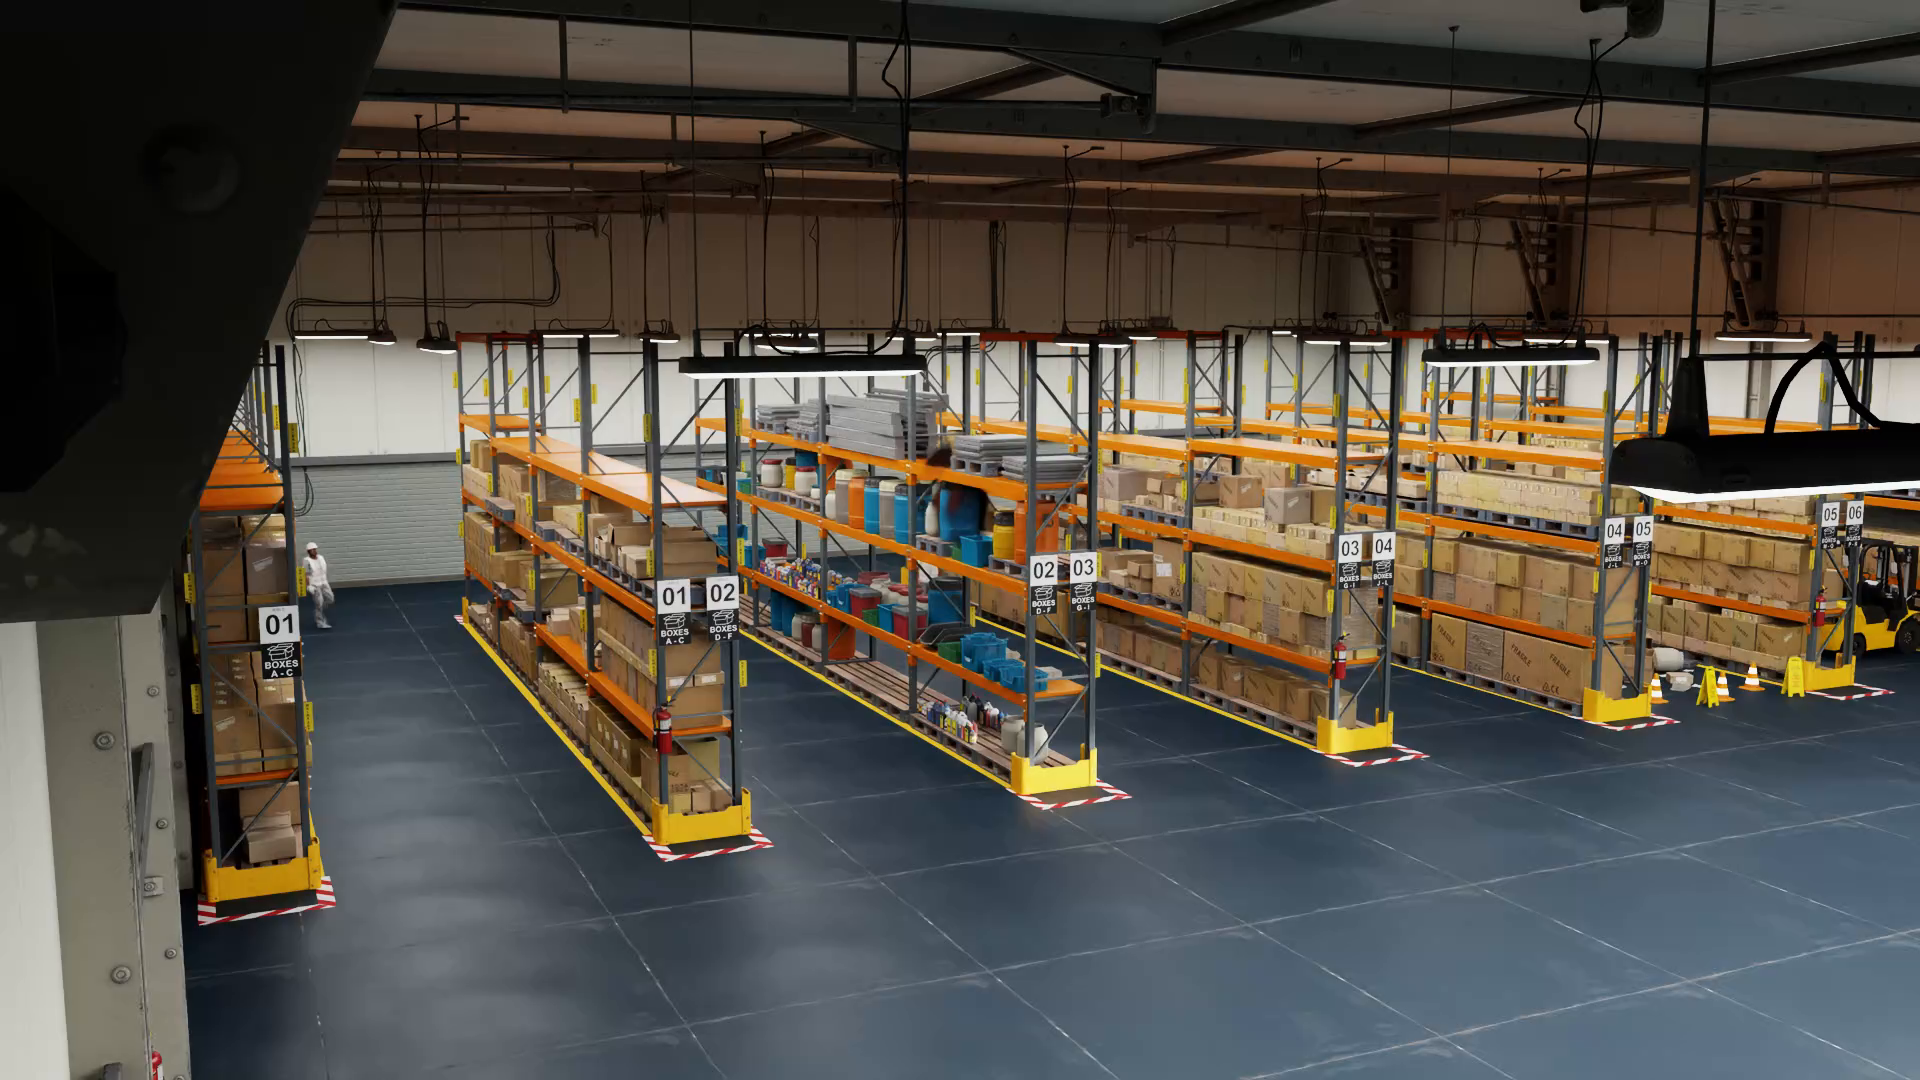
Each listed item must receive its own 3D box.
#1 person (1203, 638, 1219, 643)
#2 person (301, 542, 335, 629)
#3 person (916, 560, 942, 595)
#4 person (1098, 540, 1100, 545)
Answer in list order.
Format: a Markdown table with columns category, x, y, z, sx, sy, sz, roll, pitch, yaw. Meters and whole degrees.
| category | x | y | z | sx | sy | sz | roll | pitch | yaw |
| --- | --- | --- | --- | --- | --- | --- | --- | --- | --- |
| person | 4.894 | 1.205 | 32.142 | 0.344 | 1.607 | 0.420 | -3 | 8 | -18 |
| person | -12.998 | 0.915 | 33.612 | 0.508 | 1.764 | 0.601 | 4 | 8 | 25 |
| person | -0.621 | 0.842 | 34.464 | 0.656 | 1.730 | 1.022 | -3 | 8 | -20 |
| person | 2.867 | 0.763 | 35.341 | 0.519 | 1.624 | 1.004 | -3 | 8 | -18 |
